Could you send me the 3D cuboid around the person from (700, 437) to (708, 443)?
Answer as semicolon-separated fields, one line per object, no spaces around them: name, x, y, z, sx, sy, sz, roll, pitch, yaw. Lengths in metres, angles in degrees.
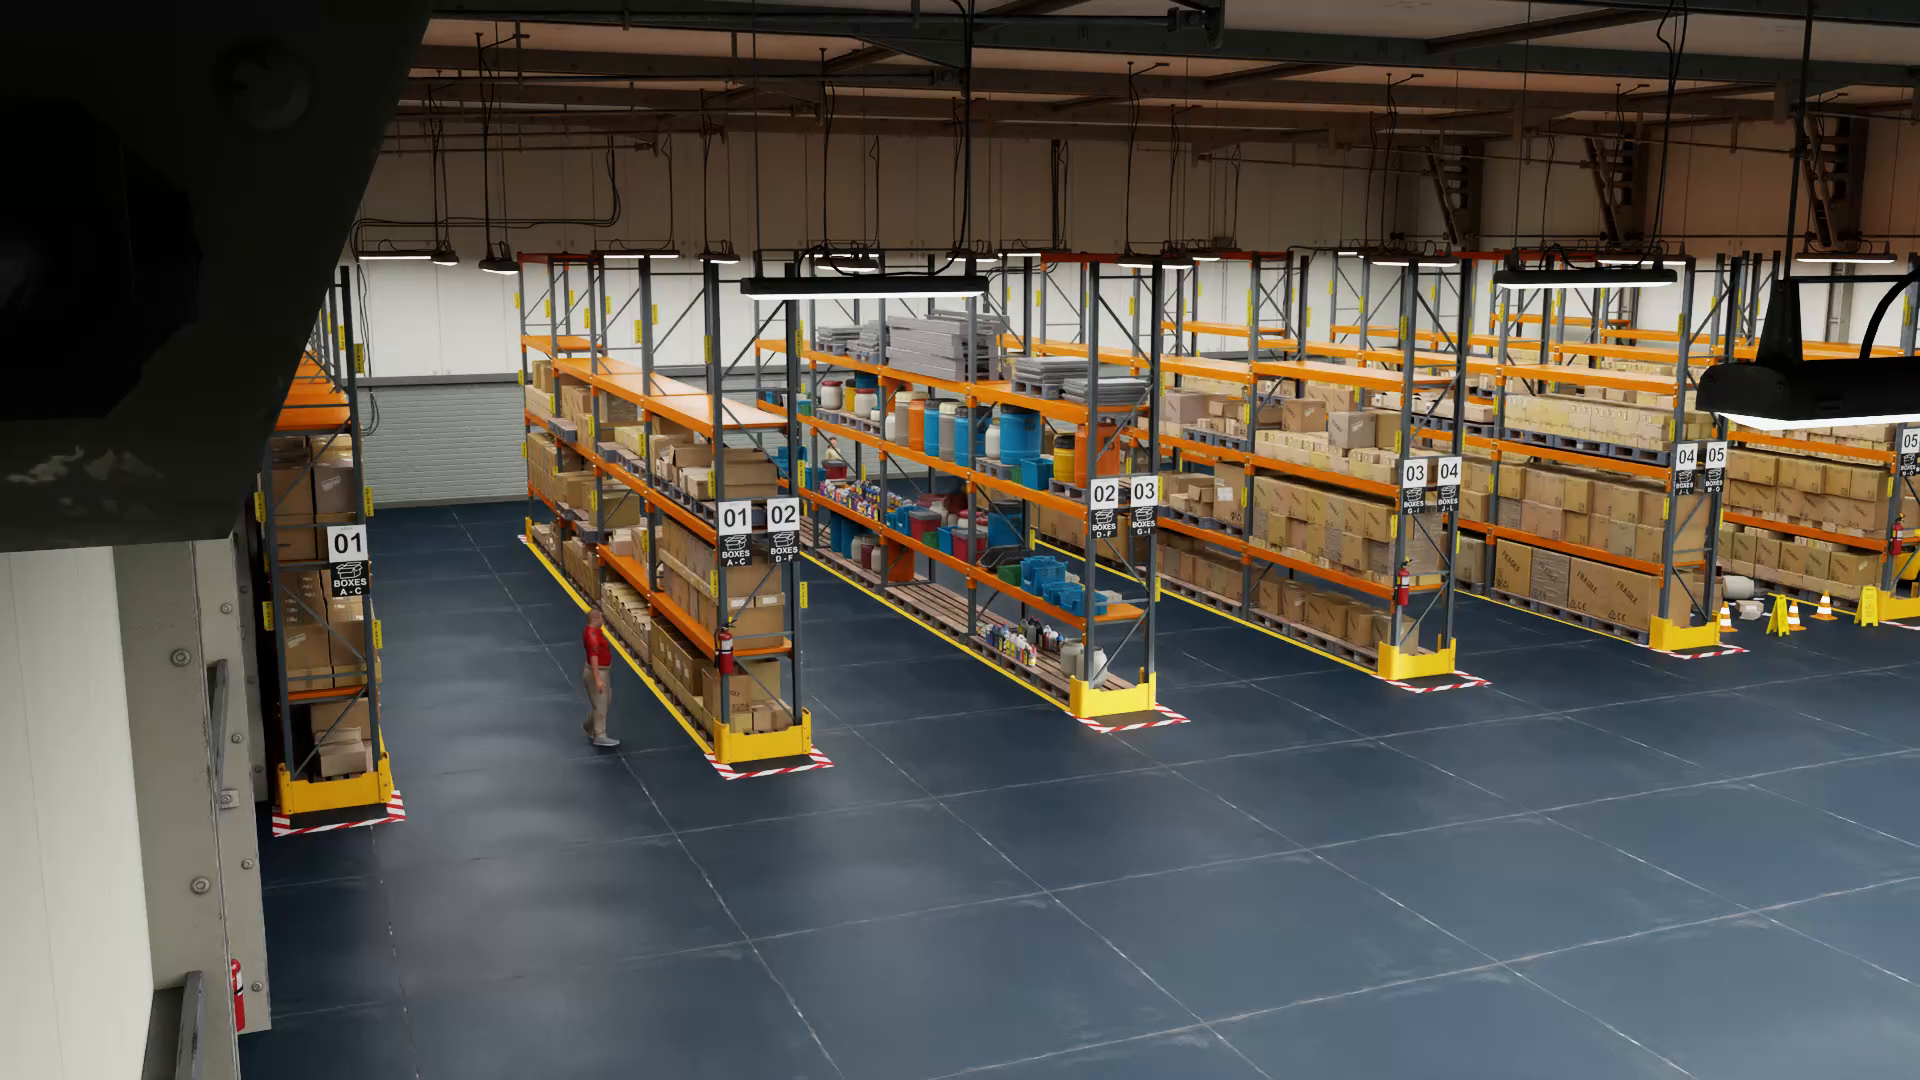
person;-5.982;-1.540;38.537;0.935;1.737;0.643;2;11;11

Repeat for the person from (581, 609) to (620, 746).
person;-4.564;1.725;20.913;0.513;1.757;0.605;-1;10;-7

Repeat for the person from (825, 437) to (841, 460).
person;-2.908;-1.566;39.032;0.486;1.705;0.465;7;13;34
